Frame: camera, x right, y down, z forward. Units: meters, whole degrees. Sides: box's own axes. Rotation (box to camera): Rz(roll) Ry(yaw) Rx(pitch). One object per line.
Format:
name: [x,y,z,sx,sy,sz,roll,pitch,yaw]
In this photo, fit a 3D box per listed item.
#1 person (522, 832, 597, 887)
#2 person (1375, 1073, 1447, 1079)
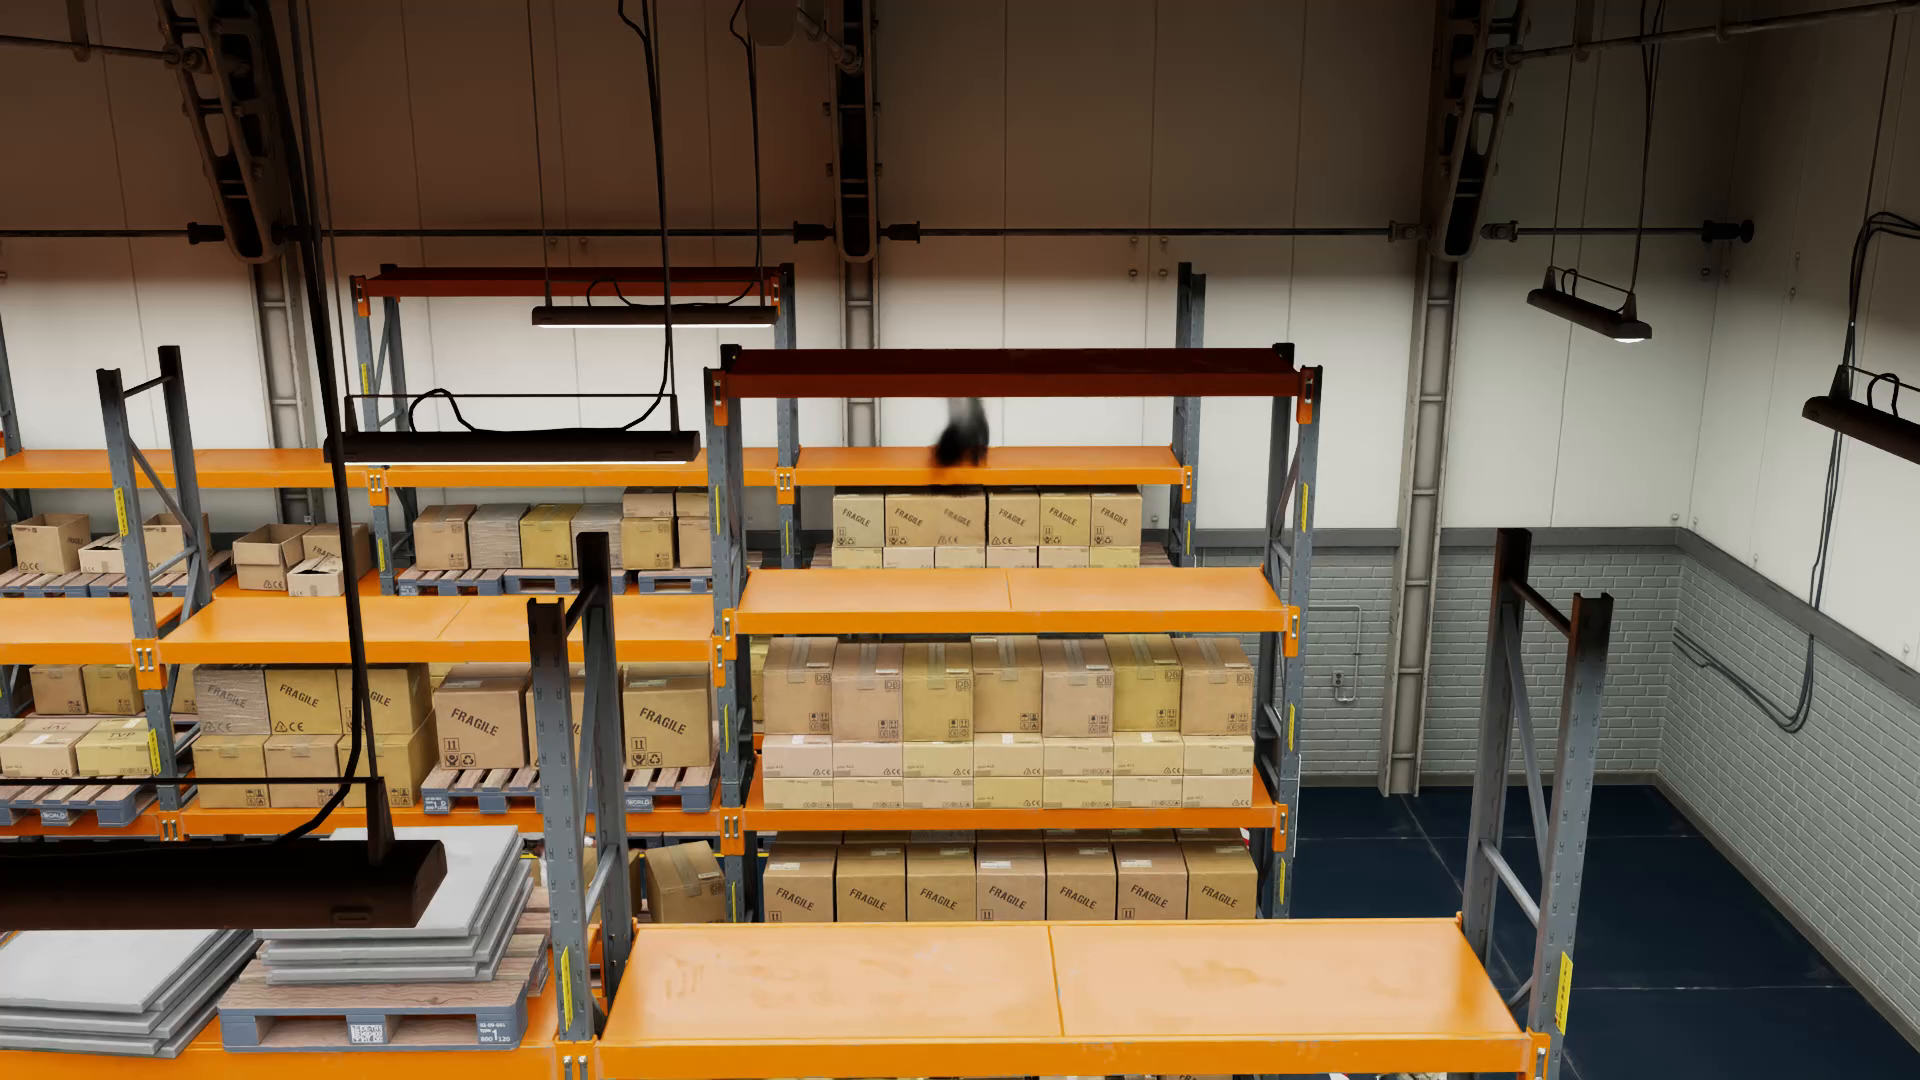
person: [-3.291,3.287,14.659,1.168,1.535,0.657,5,17,17]
person: [3.398,3.974,12.186,0.756,1.537,0.641,-6,17,-21]
